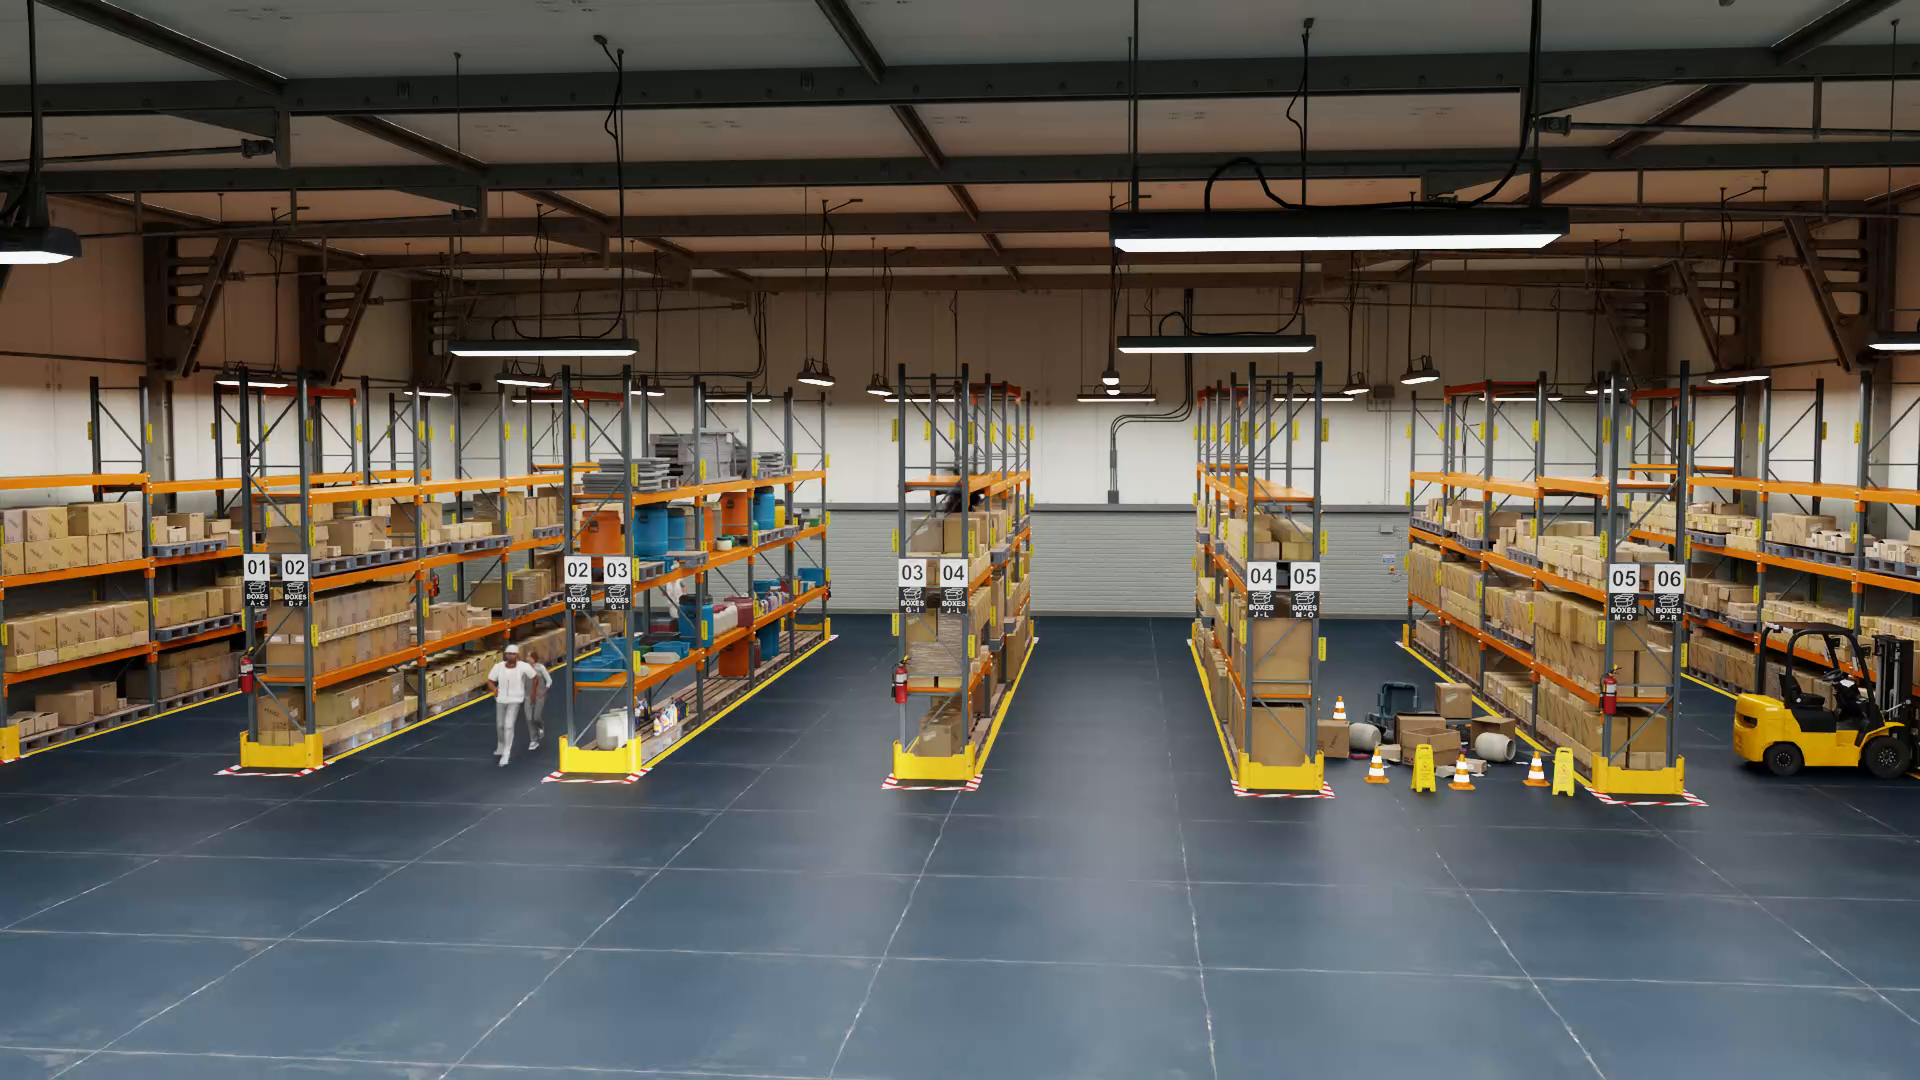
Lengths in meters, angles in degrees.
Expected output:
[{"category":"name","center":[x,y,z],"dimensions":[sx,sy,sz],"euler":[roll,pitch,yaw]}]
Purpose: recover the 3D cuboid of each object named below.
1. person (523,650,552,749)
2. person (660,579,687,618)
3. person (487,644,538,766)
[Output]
[{"category":"person","center":[-6.772,2.531,26.516],"dimensions":[0.536,1.568,0.506],"euler":[0,4,7]},{"category":"person","center":[-6.900,1.564,40.254],"dimensions":[0.724,1.828,0.755],"euler":[0,4,-5]},{"category":"person","center":[-6.857,2.490,25.384],"dimensions":[0.743,1.808,0.818],"euler":[0,4,0]}]
